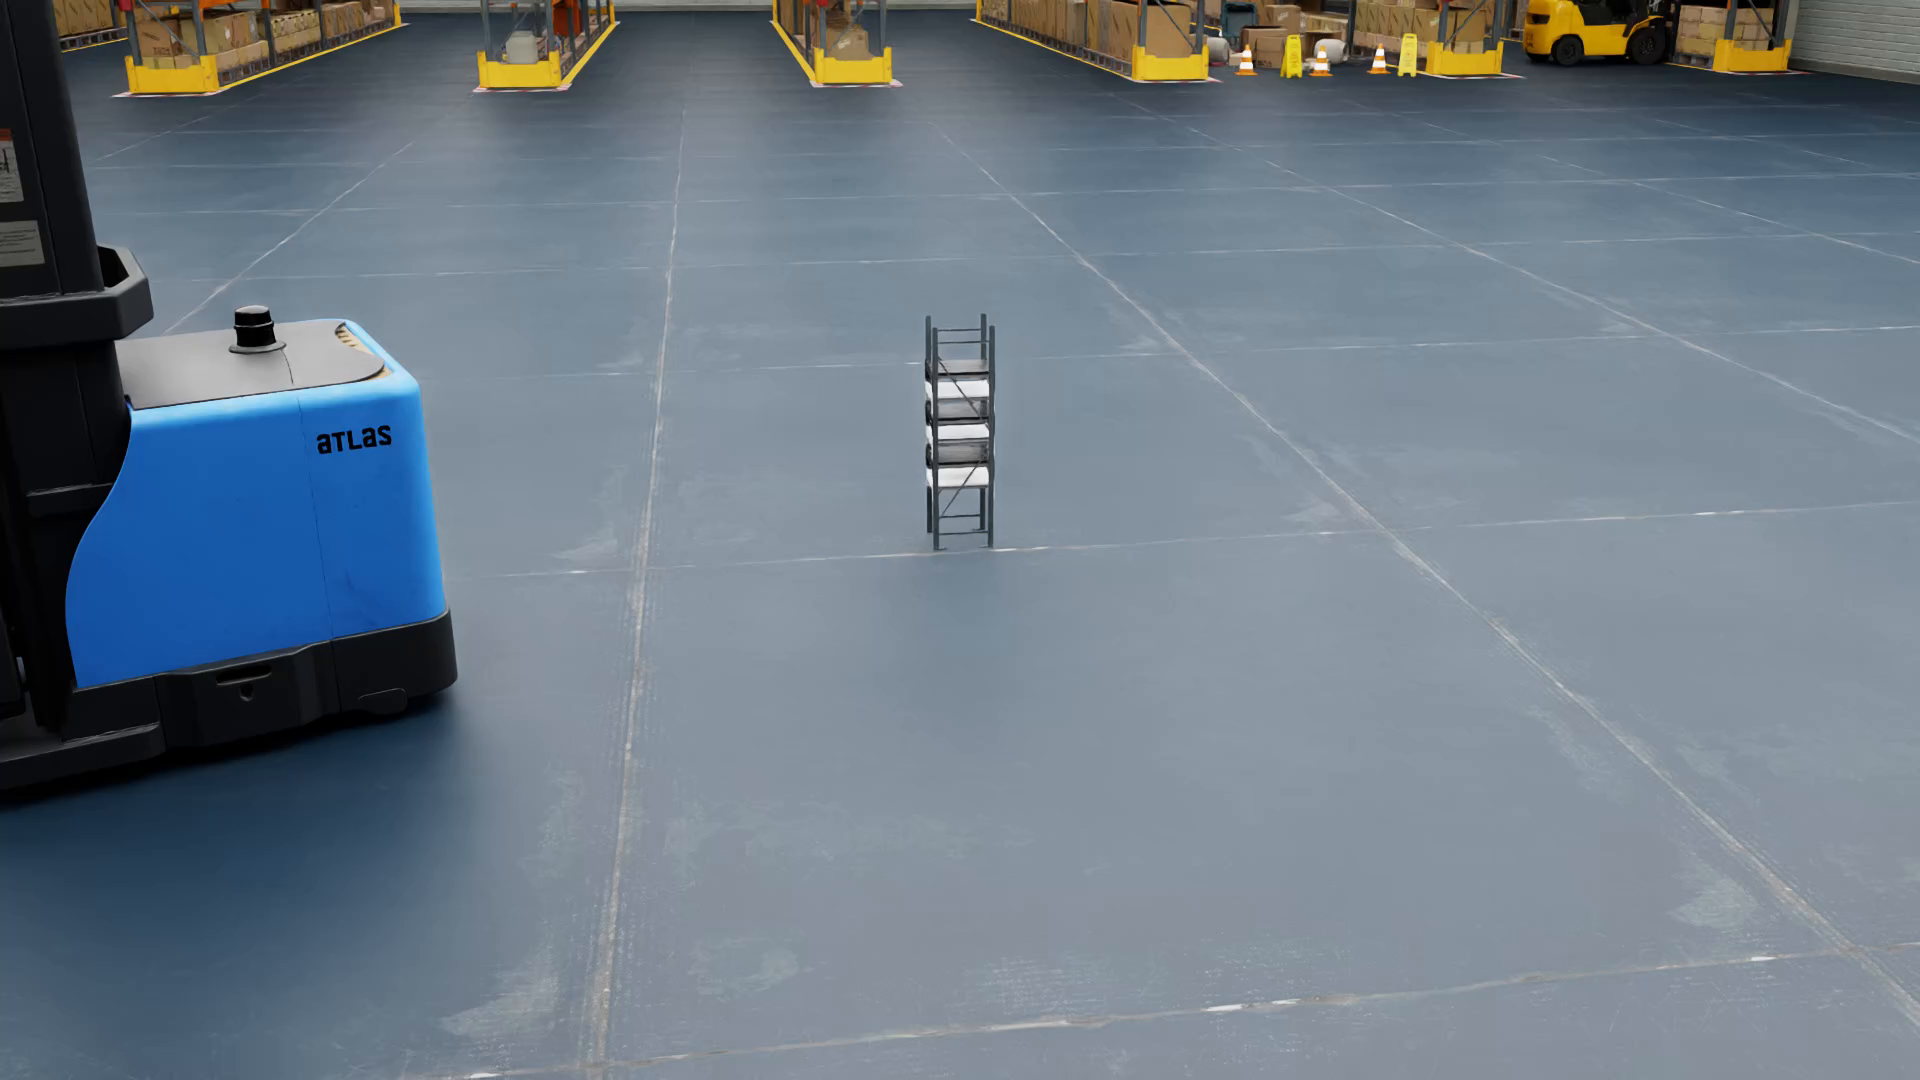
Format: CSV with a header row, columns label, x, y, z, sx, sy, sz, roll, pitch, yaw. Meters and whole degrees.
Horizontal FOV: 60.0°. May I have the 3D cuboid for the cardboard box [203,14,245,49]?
label,x,y,z,sx,sy,sz,roll,pitch,yaw
cardboard box,-11.506,-7.930,25.919,0.500,0.500,0.500,-3,21,-8

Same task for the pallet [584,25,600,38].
label,x,y,z,sx,sy,sz,roll,pitch,yaw
pallet,-8.193,-10.781,35.281,1.003,0.211,1.213,-3,21,-8

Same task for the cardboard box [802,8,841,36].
label,x,y,z,sx,sy,sz,roll,pitch,yaw
cardboard box,-2.669,-10.026,32.217,0.700,0.500,0.500,-4,21,-11

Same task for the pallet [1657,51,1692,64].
label,x,y,z,sx,sy,sz,roll,pitch,yaw
pallet,12.761,-8.581,29.390,1.003,0.211,1.213,-3,21,-8

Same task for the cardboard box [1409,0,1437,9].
label,x,y,z,sx,sy,sz,roll,pitch,yaw
cardboard box,7.681,-8.904,27.599,0.380,0.149,0.250,-2,21,-6

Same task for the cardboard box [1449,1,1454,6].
label,x,y,z,sx,sy,sz,roll,pitch,yaw
cardboard box,11.289,-12.021,37.588,0.500,0.500,0.500,-3,21,-8

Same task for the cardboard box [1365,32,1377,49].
label,x,y,z,sx,sy,sz,roll,pitch,yaw
cardboard box,7.504,-8.843,29.436,0.500,0.250,0.500,-2,21,-5

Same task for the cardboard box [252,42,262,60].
label,x,y,z,sx,sy,sz,roll,pitch,yaw
cardboard box,-11.667,-7.924,26.975,0.500,0.250,0.500,-3,21,-8

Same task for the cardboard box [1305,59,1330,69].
label,x,y,z,sx,sy,sz,roll,pitch,yaw
cardboard box,5.986,-7.968,27.837,0.380,0.149,0.250,8,22,20

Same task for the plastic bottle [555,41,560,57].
label,x,y,z,sx,sy,sz,roll,pitch,yaw
plastic bottle,-6.580,-7.997,27.111,0.097,0.271,0.097,0,20,0

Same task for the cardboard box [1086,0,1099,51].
label,x,y,z,sx,sy,sz,roll,pitch,yaw
cardboard box,2.735,-9.032,29.049,0.875,0.875,0.875,-3,21,-7

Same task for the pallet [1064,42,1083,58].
label,x,y,z,sx,sy,sz,roll,pitch,yaw
pallet,2.528,-9.009,30.536,1.003,0.211,1.213,-3,21,-8

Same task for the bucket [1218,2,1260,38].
label,x,y,z,sx,sy,sz,roll,pitch,yaw
bucket,5.015,-9.300,29.835,0.726,0.611,0.620,4,11,11

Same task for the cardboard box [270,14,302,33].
label,x,y,z,sx,sy,sz,roll,pitch,yaw
cardboard box,-12.048,-9.198,29.584,0.500,0.311,0.500,-2,21,-6

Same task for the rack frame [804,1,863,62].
label,x,y,z,sx,sy,sz,roll,pitch,yaw
rack frame,-2.209,-9.837,28.767,1.000,3.000,0.127,-3,21,-8

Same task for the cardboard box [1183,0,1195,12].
label,x,y,z,sx,sy,sz,roll,pitch,yaw
cardboard box,6.062,-13.265,41.006,0.875,0.438,0.875,-4,21,-10

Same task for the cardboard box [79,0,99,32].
label,x,y,z,sx,sy,sz,roll,pitch,yaw
cardboard box,-17.713,-10.521,33.070,0.750,0.750,0.750,-2,21,-6

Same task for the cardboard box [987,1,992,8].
label,x,y,z,sx,sy,sz,roll,pitch,yaw
cardboard box,0.842,-12.741,39.591,0.380,0.149,0.250,-2,21,-6

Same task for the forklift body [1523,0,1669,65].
label,x,y,z,sx,sy,sz,roll,pitch,yaw
forklift body,11.007,-9.370,28.731,2.313,2.155,1.214,-3,21,-8

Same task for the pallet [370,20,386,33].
label,x,y,z,sx,sy,sz,roll,pitch,yaw
pallet,-13.443,-11.463,37.107,1.003,0.211,1.213,-3,21,-8

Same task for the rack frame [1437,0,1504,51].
label,x,y,z,sx,sy,sz,roll,pitch,yaw
rack frame,8.174,-8.952,26.397,1.000,3.000,0.127,-3,21,-8

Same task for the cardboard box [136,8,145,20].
label,x,y,z,sx,sy,sz,roll,pitch,yaw
cardboard box,-18.214,-11.499,36.189,0.700,0.500,0.500,-2,21,-6

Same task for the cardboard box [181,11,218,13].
label,x,y,z,sx,sy,sz,roll,pitch,yaw
cardboard box,-12.175,-8.250,26.774,0.500,0.500,0.500,-3,21,-8

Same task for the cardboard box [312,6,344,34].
label,x,y,z,sx,sy,sz,roll,pitch,yaw
cardboard box,-12.520,-10.286,32.912,0.500,0.500,0.500,-3,21,-8

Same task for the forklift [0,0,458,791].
label,x,y,z,sx,sy,sz,roll,pitch,yaw
forklift,-3.142,-0.737,4.499,3.031,2.935,1.130,-11,23,-28

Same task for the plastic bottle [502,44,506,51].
label,x,y,z,sx,sy,sz,roll,pitch,yaw
plastic bottle,-7.267,-7.789,26.537,0.061,0.283,0.133,-2,21,-6

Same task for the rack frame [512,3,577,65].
label,x,y,z,sx,sy,sz,roll,pitch,yaw
rack frame,-7.110,-9.587,28.098,1.000,3.000,0.127,-3,21,-8

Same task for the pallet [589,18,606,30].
label,x,y,z,sx,sy,sz,roll,pitch,yaw
pallet,-8.587,-11.727,37.812,1.003,0.211,1.213,-3,21,-8

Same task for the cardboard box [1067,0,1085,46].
label,x,y,z,sx,sy,sz,roll,pitch,yaw
cardboard box,2.535,-9.405,30.226,1.050,0.750,0.750,-3,21,-8

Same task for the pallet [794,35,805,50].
label,x,y,z,sx,sy,sz,roll,pitch,yaw
pallet,-2.674,-9.645,32.238,1.003,0.211,1.213,-3,21,-8

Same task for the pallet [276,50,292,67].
label,x,y,z,sx,sy,sz,roll,pitch,yaw
pallet,-12.157,-8.286,28.598,1.003,0.211,1.213,-3,21,-8

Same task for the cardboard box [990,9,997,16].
label,x,y,z,sx,sy,sz,roll,pitch,yaw
cardboard box,0.913,-12.430,39.184,0.380,0.149,0.250,-4,21,-10

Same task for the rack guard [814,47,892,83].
label,x,y,z,sx,sy,sz,roll,pitch,yaw
rack guard,-1.643,-7.307,25.567,1.175,0.500,0.348,-3,21,-8

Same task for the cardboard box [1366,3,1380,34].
label,x,y,z,sx,sy,sz,roll,pitch,yaw
cardboard box,7.504,-9.194,29.303,0.500,0.500,0.500,-2,21,-6

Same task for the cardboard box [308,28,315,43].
label,x,y,z,sx,sy,sz,roll,pitch,yaw
cardboard box,-12.194,-9.284,30.616,0.500,0.250,0.500,-3,21,-8

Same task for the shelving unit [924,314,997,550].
label,x,y,z,sx,sy,sz,roll,pitch,yaw
shelving unit,-0.001,-0.424,6.566,0.258,0.900,0.210,-3,21,-8

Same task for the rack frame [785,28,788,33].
label,x,y,z,sx,sy,sz,roll,pitch,yaw
rack frame,-3.362,-12.607,36.183,1.000,3.000,0.127,-3,21,-8

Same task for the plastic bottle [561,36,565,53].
label,x,y,z,sx,sy,sz,roll,pitch,yaw
plastic bottle,-6.714,-8.371,28.095,0.061,0.283,0.133,-2,21,-5

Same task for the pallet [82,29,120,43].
label,x,y,z,sx,sy,sz,roll,pitch,yaw
pallet,-17.881,-10.288,33.959,1.003,0.211,1.213,-3,21,-8

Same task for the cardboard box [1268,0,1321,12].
label,x,y,z,sx,sy,sz,roll,pitch,yaw
cardboard box,7.004,-11.166,34.763,0.875,0.875,0.875,-3,21,-8

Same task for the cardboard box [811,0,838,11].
label,x,y,z,sx,sy,sz,roll,pitch,yaw
cardboard box,-2.573,-10.195,31.597,0.500,0.250,0.500,-1,20,-2

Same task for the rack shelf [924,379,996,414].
label,x,y,z,sx,sy,sz,roll,pitch,yaw
rack shelf,-0.001,-0.562,6.515,0.258,0.077,0.200,-3,21,-8

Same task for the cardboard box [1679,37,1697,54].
label,x,y,z,sx,sy,sz,roll,pitch,yaw
cardboard box,12.643,-8.432,28.334,0.500,0.250,0.500,-3,21,-8

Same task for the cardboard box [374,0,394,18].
label,x,y,z,sx,sy,sz,roll,pitch,yaw
cardboard box,-13.420,-12.353,38.446,0.500,0.500,0.500,-3,21,-8

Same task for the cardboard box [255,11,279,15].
label,x,y,z,sx,sy,sz,roll,pitch,yaw
cardboard box,-12.720,-9.517,30.439,0.500,0.311,0.500,-3,21,-9

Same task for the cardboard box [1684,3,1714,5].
label,x,y,z,sx,sy,sz,roll,pitch,yaw
cardboard box,12.999,-9.281,29.178,0.500,0.250,0.500,-3,21,-9
